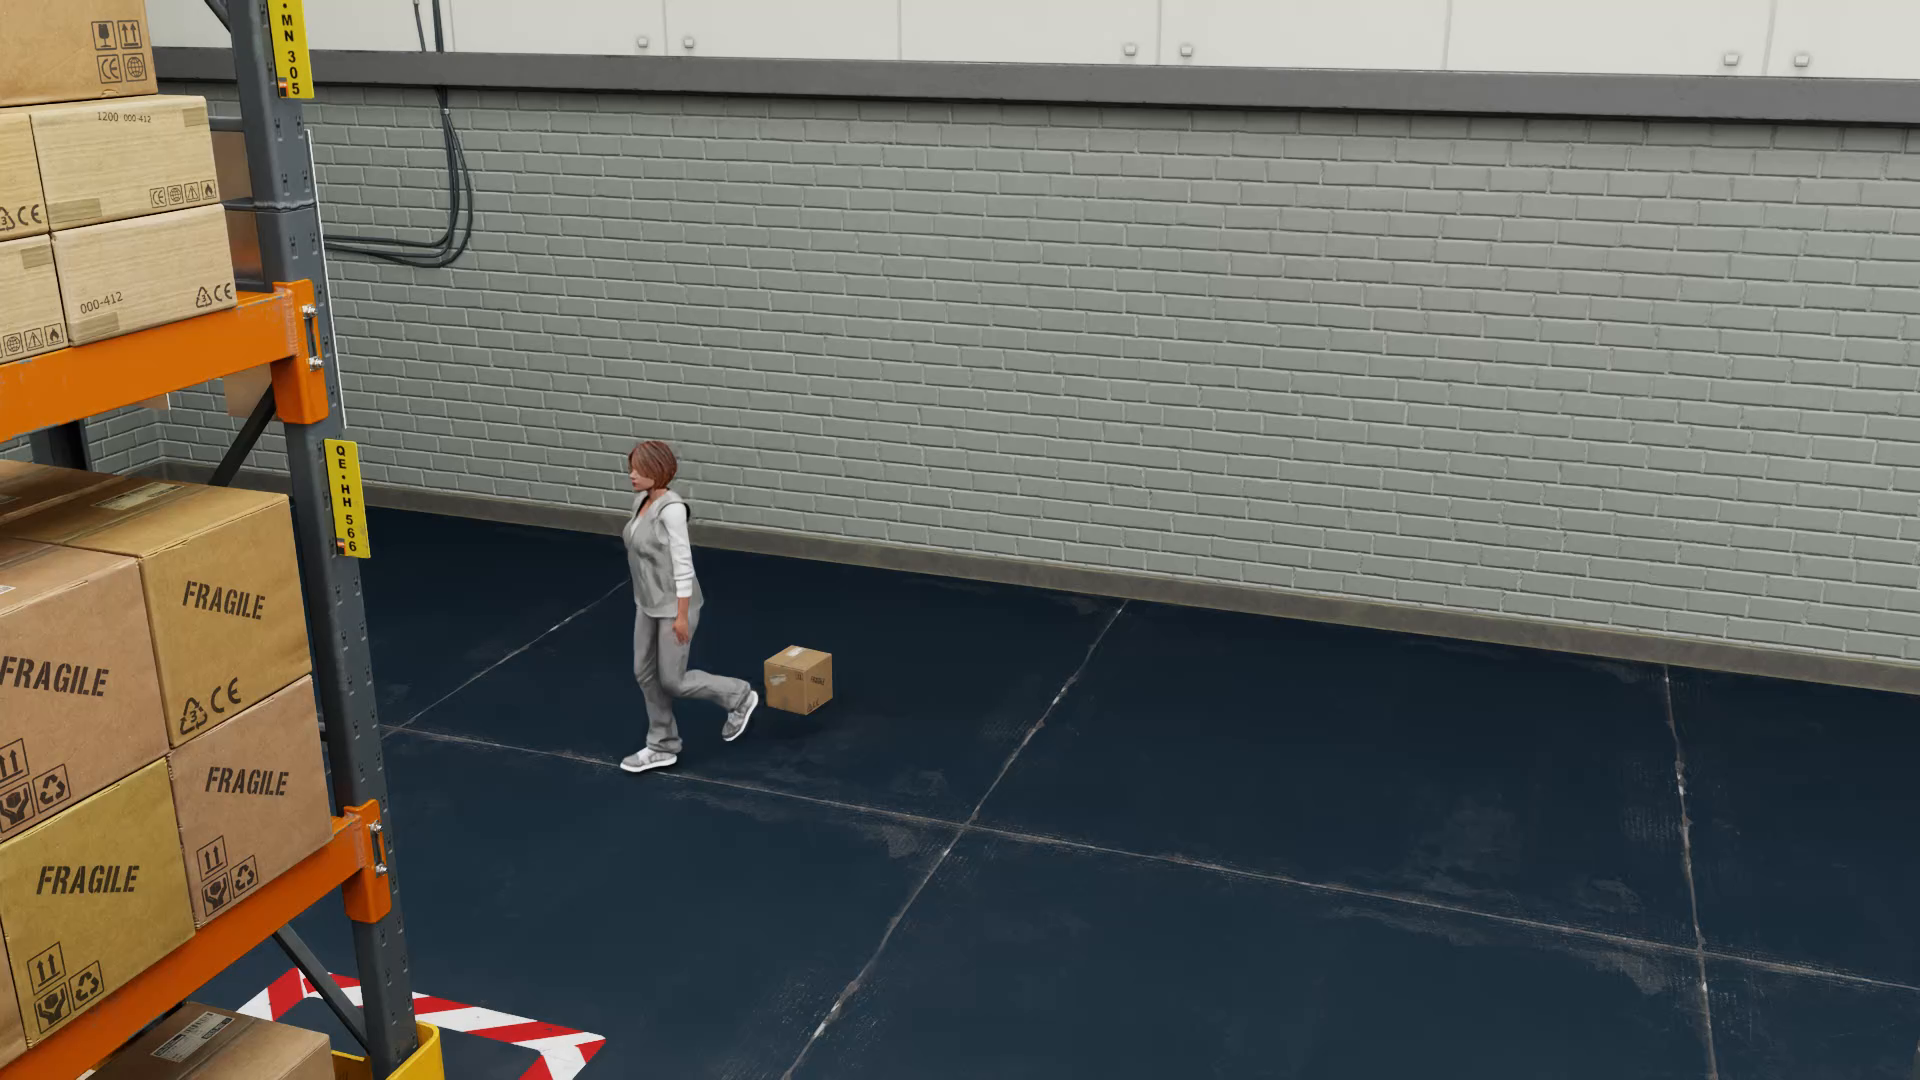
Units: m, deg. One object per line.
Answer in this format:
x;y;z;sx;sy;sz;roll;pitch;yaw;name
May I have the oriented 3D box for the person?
-1.250;0.378;7.705;0.532;1.275;0.425;-12;22;-31;person
